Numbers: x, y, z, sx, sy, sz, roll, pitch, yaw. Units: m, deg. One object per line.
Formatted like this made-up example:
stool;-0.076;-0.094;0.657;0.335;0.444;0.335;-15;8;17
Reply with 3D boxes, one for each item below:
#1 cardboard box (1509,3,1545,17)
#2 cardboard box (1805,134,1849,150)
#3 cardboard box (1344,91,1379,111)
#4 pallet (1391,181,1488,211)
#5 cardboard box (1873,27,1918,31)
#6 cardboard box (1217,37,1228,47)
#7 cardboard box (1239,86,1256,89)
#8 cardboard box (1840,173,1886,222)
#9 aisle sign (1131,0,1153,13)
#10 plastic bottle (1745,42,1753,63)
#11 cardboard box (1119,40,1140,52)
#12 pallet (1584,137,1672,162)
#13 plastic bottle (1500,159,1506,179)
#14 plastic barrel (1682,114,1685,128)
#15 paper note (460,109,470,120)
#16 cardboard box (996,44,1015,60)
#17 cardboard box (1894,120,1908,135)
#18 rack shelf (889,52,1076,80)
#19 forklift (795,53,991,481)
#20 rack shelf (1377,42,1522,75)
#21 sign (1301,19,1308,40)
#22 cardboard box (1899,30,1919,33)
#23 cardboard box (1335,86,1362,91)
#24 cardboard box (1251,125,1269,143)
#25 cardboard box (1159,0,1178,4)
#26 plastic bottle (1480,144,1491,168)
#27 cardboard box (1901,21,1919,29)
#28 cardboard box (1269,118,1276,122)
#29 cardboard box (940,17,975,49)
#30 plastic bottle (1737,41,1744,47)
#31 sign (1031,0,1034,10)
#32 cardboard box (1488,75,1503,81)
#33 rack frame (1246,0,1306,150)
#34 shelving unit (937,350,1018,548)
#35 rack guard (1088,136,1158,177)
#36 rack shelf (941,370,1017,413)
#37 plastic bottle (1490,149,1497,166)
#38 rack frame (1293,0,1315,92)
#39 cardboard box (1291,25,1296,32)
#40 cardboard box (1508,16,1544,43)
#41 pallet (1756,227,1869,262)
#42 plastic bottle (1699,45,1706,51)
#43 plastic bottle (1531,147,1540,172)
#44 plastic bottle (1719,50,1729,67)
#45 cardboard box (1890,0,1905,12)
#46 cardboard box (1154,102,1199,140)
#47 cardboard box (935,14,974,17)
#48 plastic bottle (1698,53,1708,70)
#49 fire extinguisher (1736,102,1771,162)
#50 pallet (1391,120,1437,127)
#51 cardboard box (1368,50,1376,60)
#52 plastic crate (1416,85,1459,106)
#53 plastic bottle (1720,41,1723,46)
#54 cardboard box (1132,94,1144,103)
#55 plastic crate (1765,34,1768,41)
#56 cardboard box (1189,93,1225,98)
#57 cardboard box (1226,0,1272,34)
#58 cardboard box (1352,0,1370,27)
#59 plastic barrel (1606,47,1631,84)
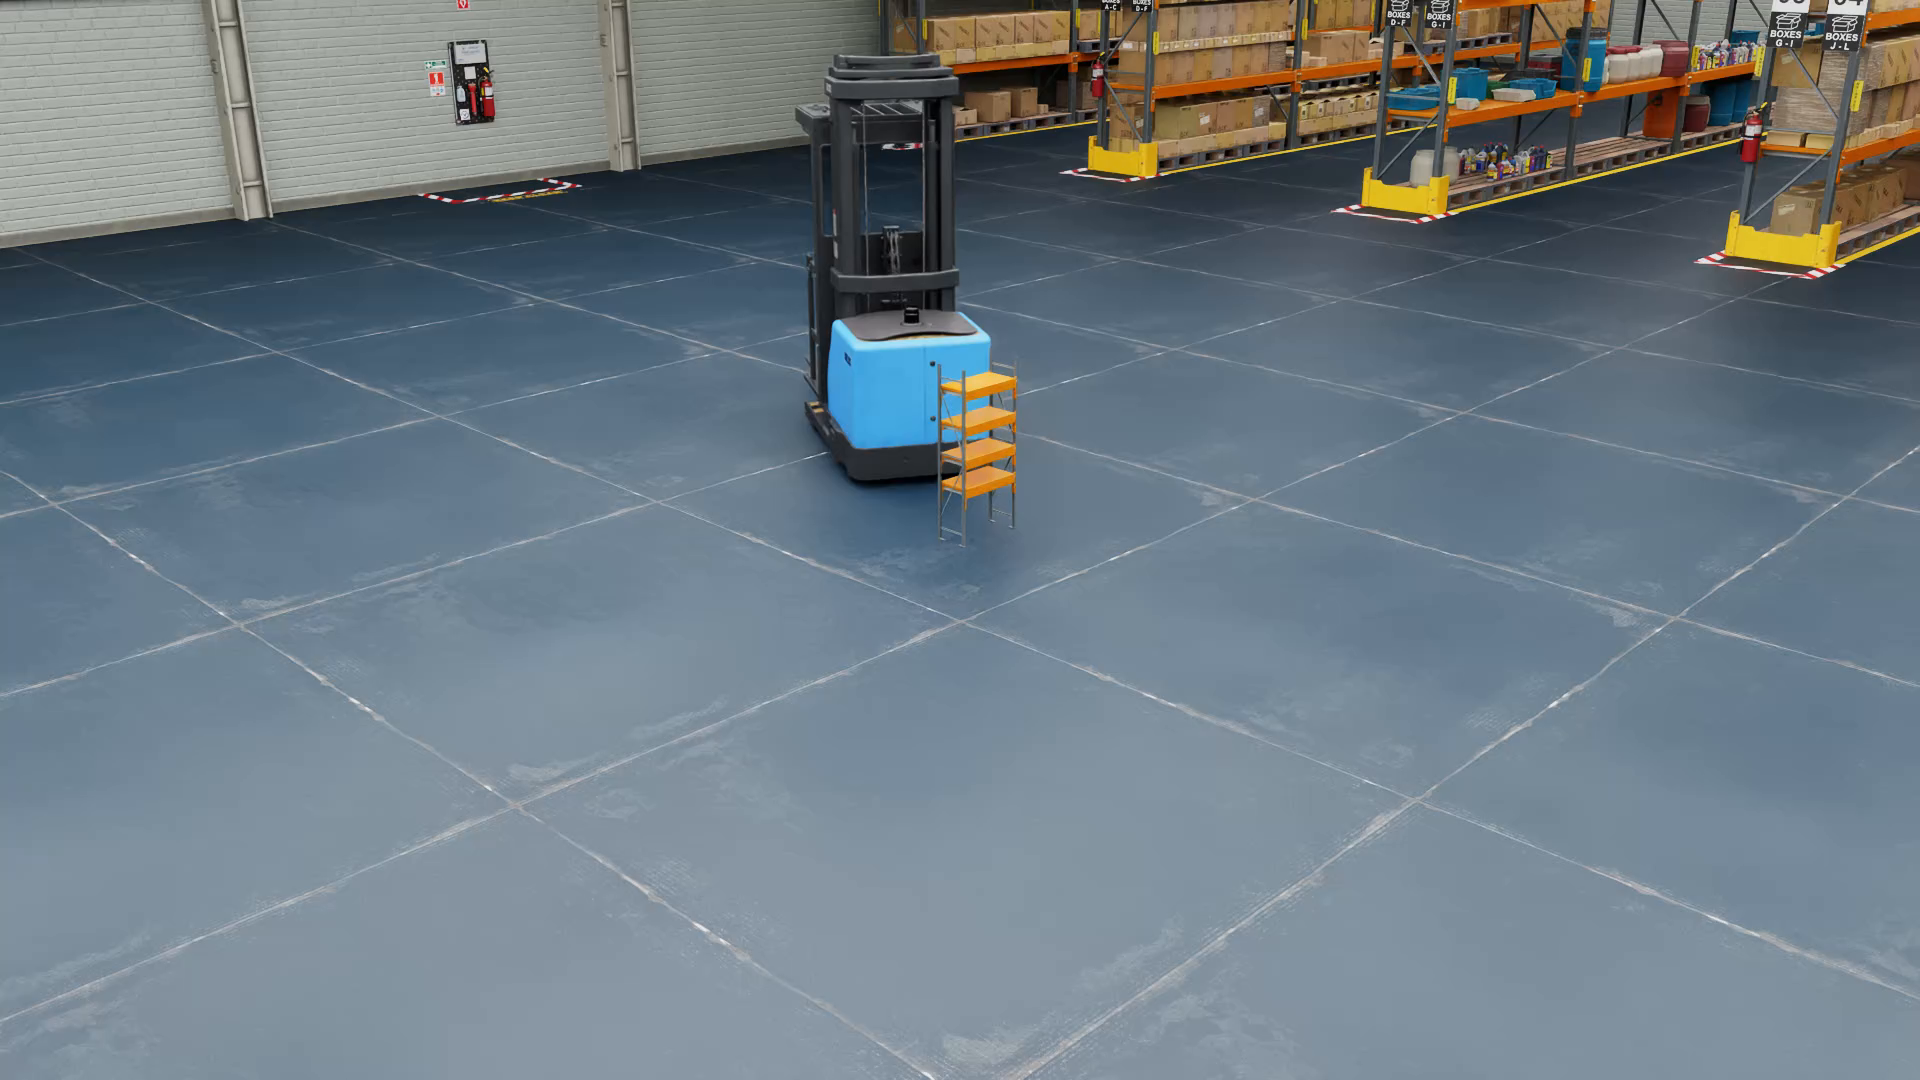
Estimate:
cardboard box;11.462;-10.839;33.560;0.500;0.500;0.500;-19;28;-41
cardboard box;10.026;-4.606;19.227;0.380;0.149;0.250;19;28;41
cardboard box;7.241;-7.960;30.069;0.500;0.311;0.500;19;28;40
pallet;6.697;-4.886;23.494;1.003;0.211;1.213;19;28;41
cardboard box;11.950;-6.338;21.436;0.500;0.500;0.500;19;28;41
cardboard box;4.062;-7.981;26.615;0.380;0.149;0.250;20;28;41
cardboard box;5.813;-10.058;35.472;0.750;0.750;0.750;19;28;40
cardboard box;11.368;-4.346;21.099;0.500;0.500;0.500;16;26;36
aisle sign;2.735;-8.310;24.890;0.394;0.787;0.004;19;28;41
plastic bottle;13.943;-8.645;29.455;0.144;0.351;0.185;19;28;41
cardboard box;2.691;-7.685;25.845;0.380;0.149;0.250;19;28;40
pallet;11.120;-6.515;27.730;1.003;0.211;1.213;19;28;41
plastic bottle;7.834;-5.357;24.021;0.097;0.271;0.097;0;21;0
plastic barrel;12.347;-7.338;28.867;0.421;0.512;0.421;0;21;0
paper note;-7.232;-6.218;24.299;0.016;0.148;0.142;19;28;41
cardboard box;0.643;-8.810;29.996;0.500;0.250;0.500;20;28;41
cardboard box;11.450;-5.110;20.538;0.380;0.149;0.250;19;28;41
rack shelf;0.404;-8.607;30.290;1.077;0.370;4.000;19;28;41
forklift;-0.639;-2.293;12.955;1.130;2.935;3.031;-6;22;-14
rack shelf;9.537;-9.425;32.417;1.077;0.370;4.000;19;28;41
sign;5.750;-8.521;27.745;0.100;0.325;0.005;19;28;41
cardboard box;11.982;-6.077;20.756;0.500;0.500;0.500;19;28;41
cardboard box;7.206;-8.222;30.752;0.500;0.311;0.500;18;28;39
cardboard box;4.829;-6.831;27.913;0.500;0.250;0.500;19;28;41
cardboard box;4.157;-10.857;33.485;0.380;0.149;0.250;14;25;32
plastic bottle;7.906;-5.794;25.048;0.144;0.351;0.185;18;27;38
cardboard box;13.101;-6.383;22.079;1.000;1.000;1.000;19;28;41
cardboard box;5.433;-7.310;29.159;0.500;0.250;0.500;19;28;40
cardboard box;-0.091;-8.890;29.159;0.500;0.500;0.500;19;28;41
plastic bottle;13.840;-8.681;29.549;0.144;0.351;0.185;19;28;41
sign;1.399;-10.135;31.649;0.100;0.325;0.005;19;28;41
cardboard box;10.442;-8.990;33.153;0.500;0.500;0.500;19;28;41
rack frame;5.351;-8.218;28.275;1.000;3.000;0.127;19;28;41
shelving unit;0.115;-0.603;10.970;0.258;1.200;0.503;19;28;41
rack guard;2.544;-6.017;26.032;1.175;0.500;0.348;19;28;41
rack shelf;0.115;-0.969;10.829;0.258;0.148;0.480;19;28;41
plastic bottle;8.023;-5.738;25.012;0.097;0.271;0.097;0;21;0
rack frame;7.380;-11.513;36.848;1.000;3.000;0.127;19;28;41
cardboard box;7.188;-11.177;36.295;0.250;0.149;0.380;-20;28;-41
cardboard box;11.483;-10.384;33.771;0.500;0.500;0.500;-19;28;-41
pallet;10.301;-3.628;20.218;1.003;0.211;1.213;19;28;41
plastic bottle;13.237;-8.714;29.739;0.152;0.276;0.135;19;28;41
plastic bottle;8.521;-5.659;24.697;0.144;0.351;0.185;18;27;38
plastic bottle;13.189;-8.335;28.751;0.152;0.276;0.135;19;28;41
cardboard box;10.533;-6.233;19.138;0.500;0.250;0.500;18;28;39
cardboard box;3.442;-6.664;26.433;0.500;0.500;0.500;19;28;41
cardboard box;-0.099;-9.153;29.844;0.500;0.500;0.500;18;28;39
plastic bottle;12.544;-8.097;28.133;0.152;0.276;0.135;19;28;41
fire extinguisher;9.246;-4.759;19.384;0.296;0.674;0.183;19;28;41
pallet;8.690;-8.127;31.925;1.003;0.211;1.213;19;28;41
cardboard box;7.292;-8.787;30.106;0.250;0.149;0.380;-18;27;-38
plastic crate;6.699;-6.249;23.359;0.499;0.251;0.408;19;28;41
plastic bottle;13.917;-8.992;30.451;0.061;0.283;0.133;19;28;41
cardboard box;3.356;-9.088;33.408;0.700;0.500;0.500;19;28;40
plastic crate;15.733;-9.615;32.060;0.416;0.233;0.300;19;28;41
cardboard box;4.106;-7.183;27.783;0.500;0.500;0.500;19;28;41
cardboard box;4.695;-8.625;27.385;0.700;0.500;0.500;19;28;41
cardboard box;8.784;-12.165;38.124;0.980;0.700;0.700;18;27;38
plastic barrel;10.234;-7.421;26.010;0.433;0.535;0.433;0;21;0
